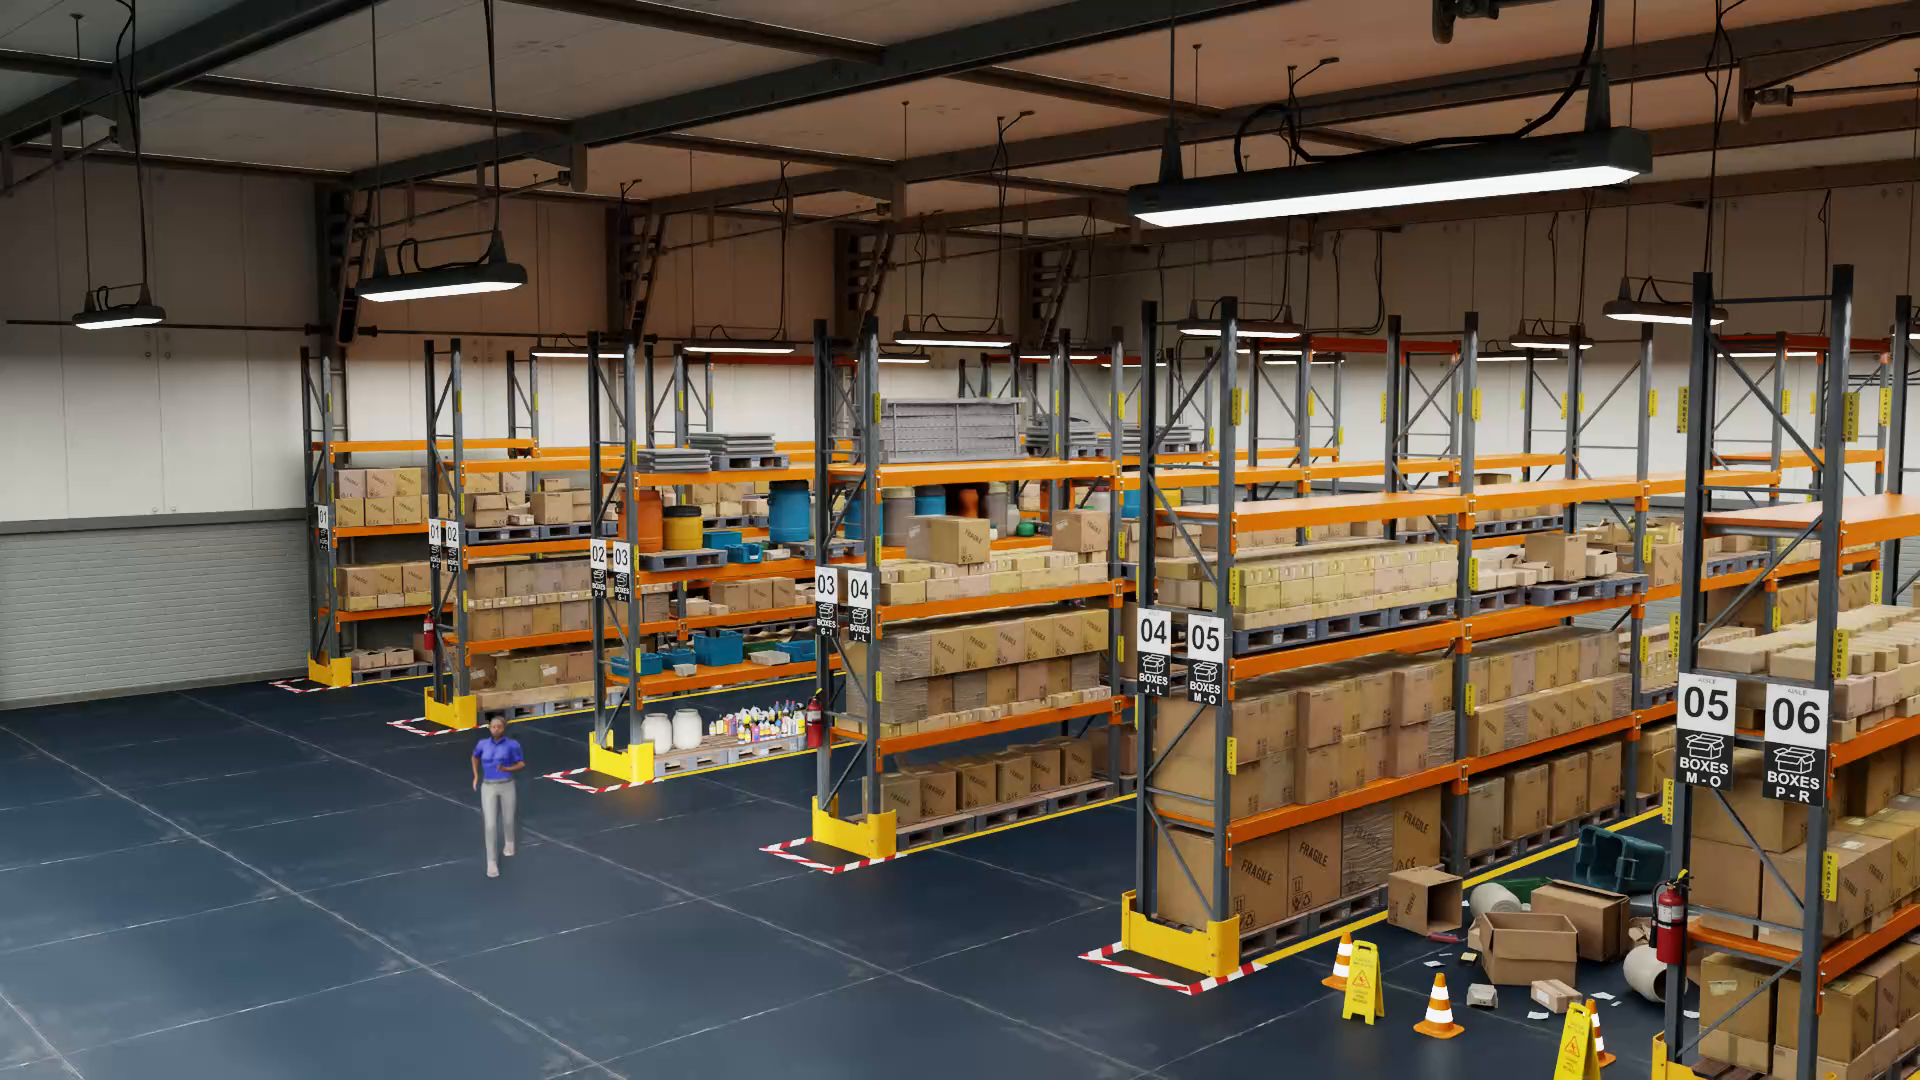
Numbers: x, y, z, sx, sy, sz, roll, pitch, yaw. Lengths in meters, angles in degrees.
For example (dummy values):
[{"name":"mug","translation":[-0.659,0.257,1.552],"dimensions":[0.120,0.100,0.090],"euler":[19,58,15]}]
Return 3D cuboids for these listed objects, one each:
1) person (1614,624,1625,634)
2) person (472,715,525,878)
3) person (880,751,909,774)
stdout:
[{"name":"person","translation":[9.835,2.136,24.772],"dimensions":[0.804,1.782,0.632],"euler":[-4,6,-37]},{"name":"person","translation":[-5.015,2.736,18.080],"dimensions":[0.573,1.641,0.935],"euler":[-1,5,-13]},{"name":"person","translation":[-0.933,2.411,21.801],"dimensions":[0.626,1.809,0.785],"euler":[4,6,37]}]
